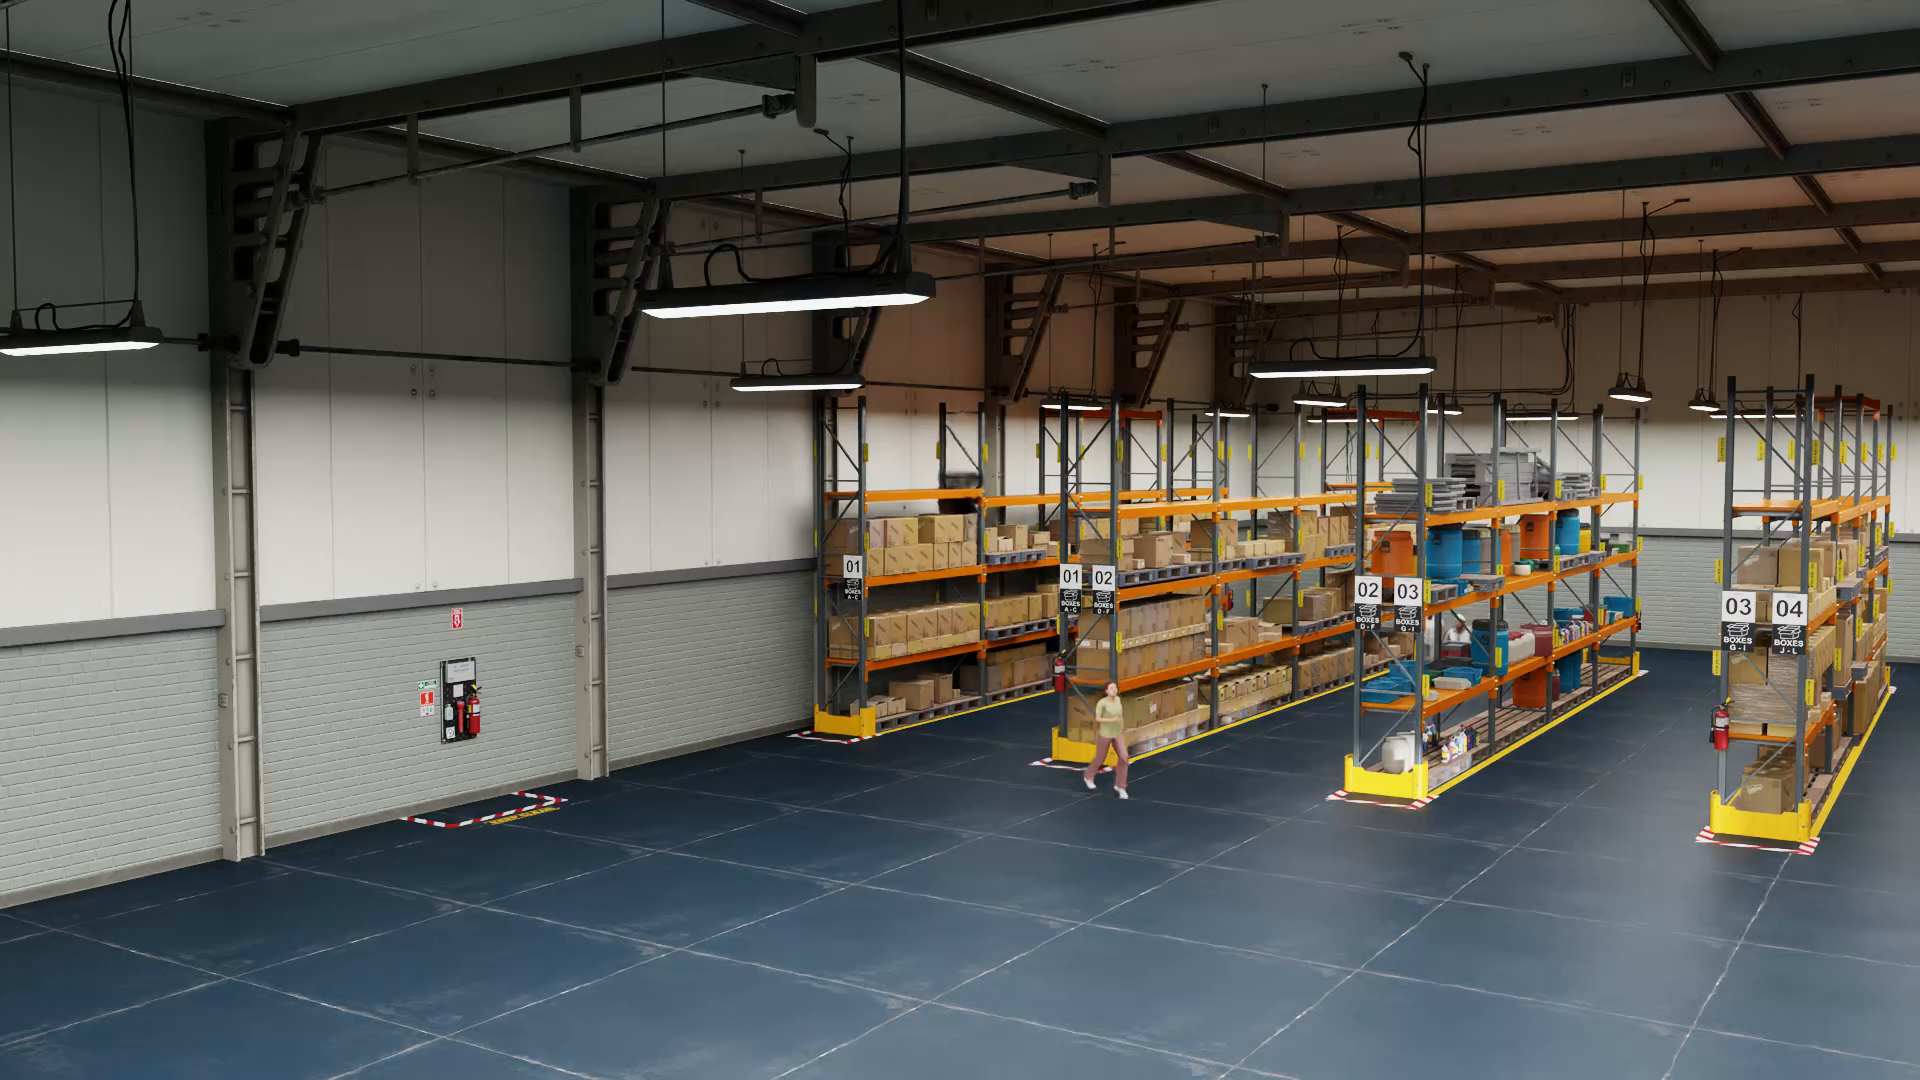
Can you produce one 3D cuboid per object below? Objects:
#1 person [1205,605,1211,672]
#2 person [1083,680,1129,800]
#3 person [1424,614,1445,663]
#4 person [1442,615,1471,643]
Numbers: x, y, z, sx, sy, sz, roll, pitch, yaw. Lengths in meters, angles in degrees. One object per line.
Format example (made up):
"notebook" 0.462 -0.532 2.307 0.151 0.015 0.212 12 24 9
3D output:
"person" 5.771 2.255 38.060 0.532 1.556 0.844 1 3 25
"person" 2.159 2.892 24.330 0.581 1.714 0.882 -2 3 -29
"person" 10.159 2.265 36.009 0.607 1.651 0.899 1 3 26
"person" 10.062 2.380 33.493 0.684 1.764 0.880 2 3 27
